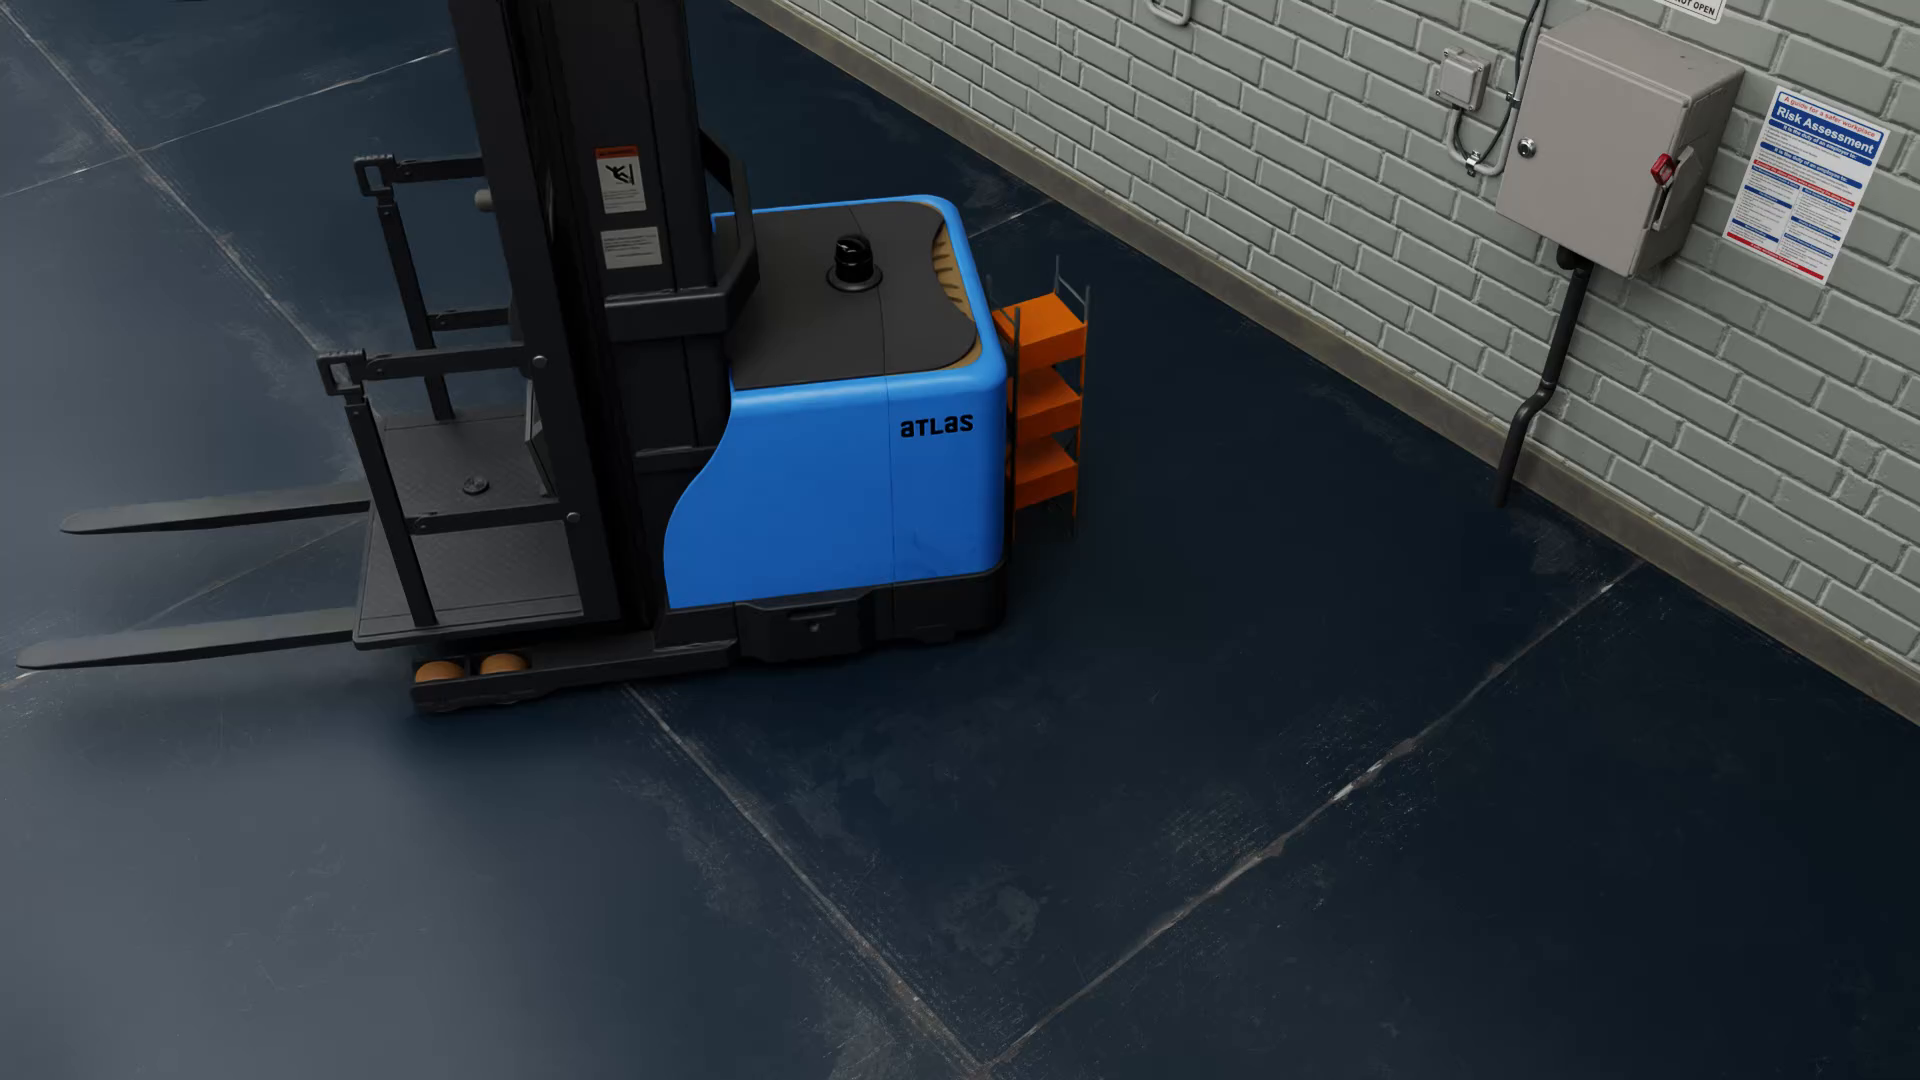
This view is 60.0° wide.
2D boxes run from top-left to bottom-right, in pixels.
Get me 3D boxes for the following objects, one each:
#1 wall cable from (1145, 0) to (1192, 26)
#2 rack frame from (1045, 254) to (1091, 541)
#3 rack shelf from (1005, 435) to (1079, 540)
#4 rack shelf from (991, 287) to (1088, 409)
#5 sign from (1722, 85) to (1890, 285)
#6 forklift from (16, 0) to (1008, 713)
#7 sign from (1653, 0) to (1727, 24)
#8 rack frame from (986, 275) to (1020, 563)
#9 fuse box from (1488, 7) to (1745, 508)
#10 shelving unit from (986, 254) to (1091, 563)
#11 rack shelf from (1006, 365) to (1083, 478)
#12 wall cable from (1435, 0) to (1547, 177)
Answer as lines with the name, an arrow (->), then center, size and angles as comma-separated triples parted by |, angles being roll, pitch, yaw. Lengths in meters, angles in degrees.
wall cable -> 0.661, -2.748, 5.720 | 0.123, 1.953, 0.585 | -30, 51, -28
rack frame -> 0.348, -0.442, 5.454 | 0.008, 1.050, 0.200 | -19, 47, -19
rack shelf -> 0.239, -0.194, 5.611 | 0.240, 0.259, 0.215 | -19, 47, -19
rack shelf -> 0.239, -0.603, 5.226 | 0.240, 0.259, 0.215 | -19, 47, -19
sign -> 2.373, -0.996, 4.689 | 0.001, 0.494, 0.329 | -30, 51, -28
forklift -> -1.416, -0.924, 4.593 | 3.031, 2.935, 1.130 | -7, 44, -7
sign -> 2.020, -1.620, 4.681 | 0.001, 0.242, 0.339 | -30, 51, -28
rack frame -> 0.131, -0.366, 5.373 | 0.008, 1.050, 0.200 | -19, 47, -19
fuse box -> 1.897, -0.729, 5.277 | 0.414, 1.711, 0.539 | -30, 51, -28
shelving unit -> 0.239, -0.404, 5.413 | 0.252, 1.050, 0.215 | -19, 47, -19
rack shelf -> 0.239, -0.396, 5.421 | 0.240, 0.259, 0.215 | -19, 47, -19
wall cable -> 1.580, -1.997, 4.943 | 0.122, 1.984, 0.588 | -30, 51, -28
